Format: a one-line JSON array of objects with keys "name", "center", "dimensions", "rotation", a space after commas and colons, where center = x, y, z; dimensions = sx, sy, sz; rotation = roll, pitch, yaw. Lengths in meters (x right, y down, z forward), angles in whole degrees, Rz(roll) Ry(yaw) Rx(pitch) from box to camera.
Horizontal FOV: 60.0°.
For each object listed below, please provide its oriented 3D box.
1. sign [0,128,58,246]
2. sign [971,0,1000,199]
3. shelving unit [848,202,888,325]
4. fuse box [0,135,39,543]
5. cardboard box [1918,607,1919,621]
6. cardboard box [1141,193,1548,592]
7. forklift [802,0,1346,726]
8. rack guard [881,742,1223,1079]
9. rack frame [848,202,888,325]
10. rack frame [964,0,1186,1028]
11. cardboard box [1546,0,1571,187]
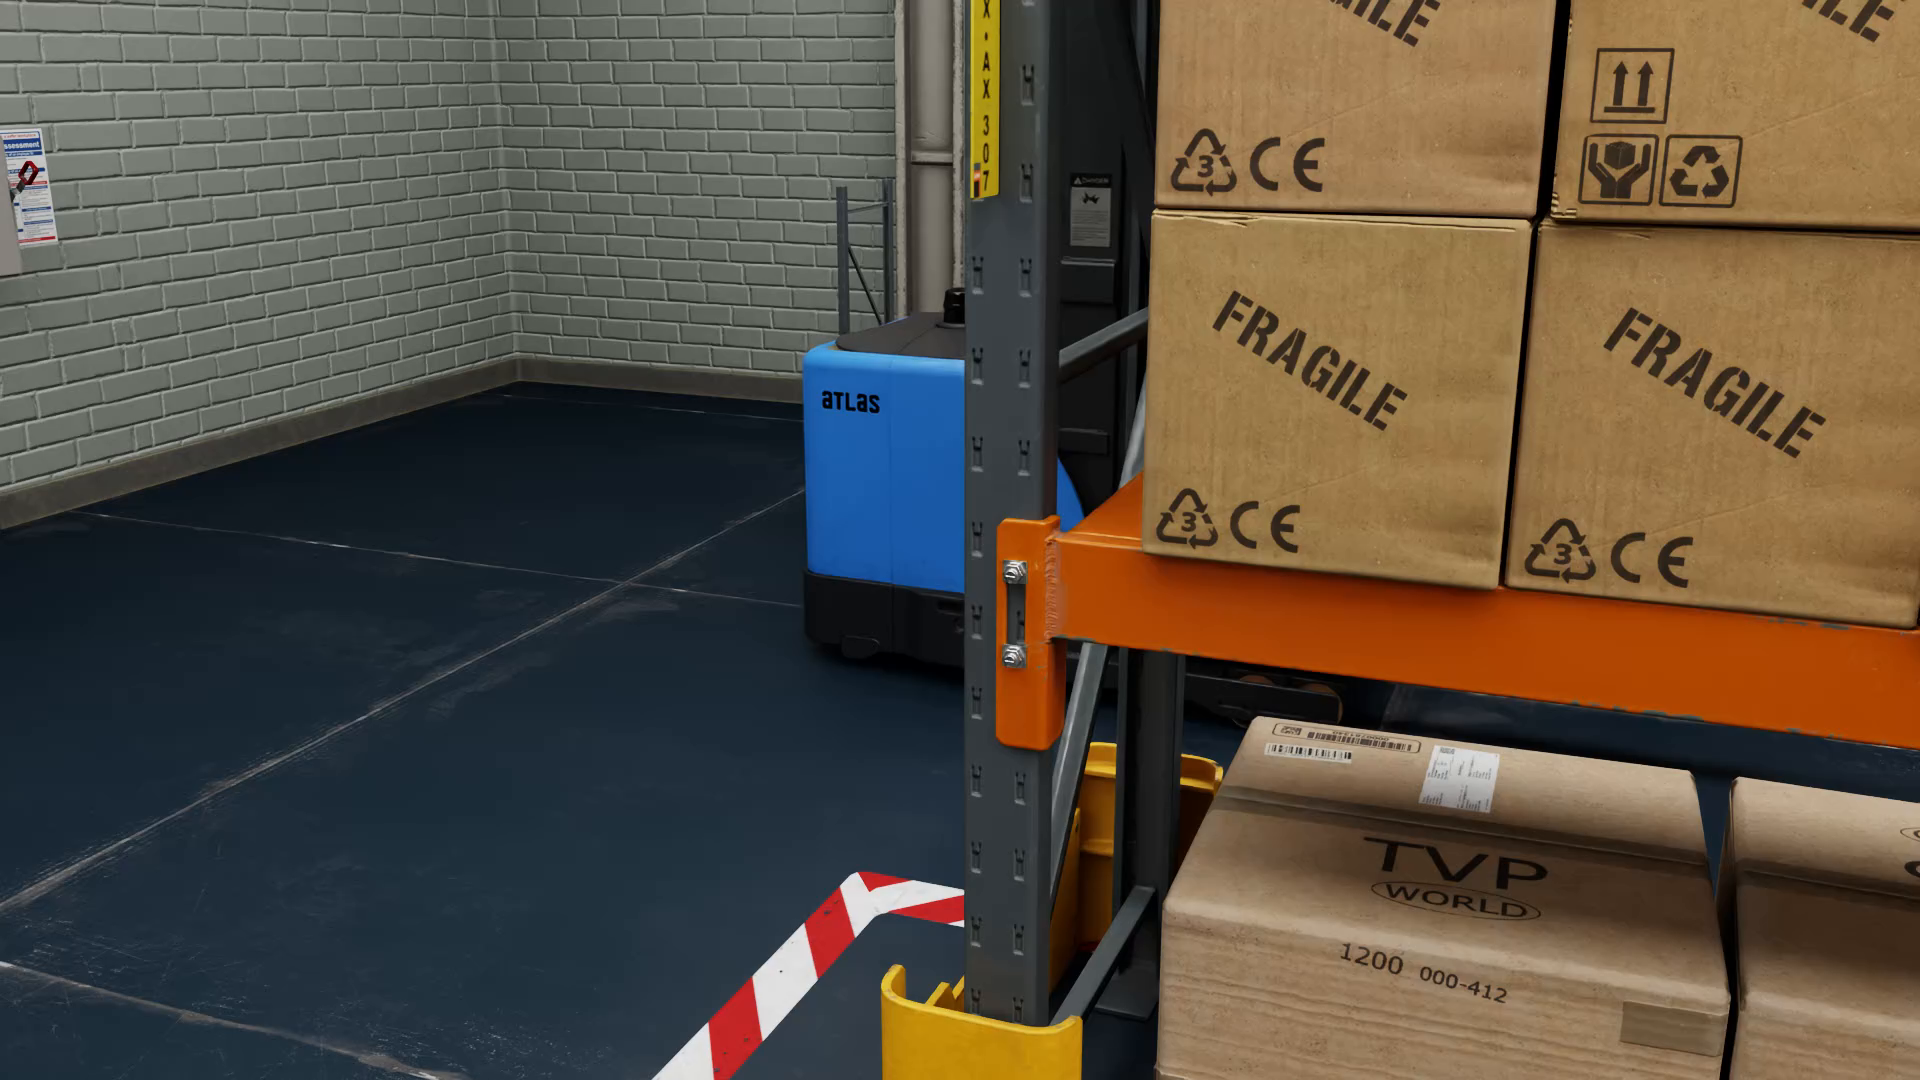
[{"name": "sign", "center": [-4.114, -1.537, 7.258], "dimensions": [0.001, 0.494, 0.329], "rotation": [6, 17, 21]}, {"name": "sign", "center": [0.035, -0.643, 2.314], "dimensions": [0.005, 0.325, 0.100], "rotation": [6, 17, 21]}, {"name": "shelving unit", "center": [0.071, -0.712, 6.938], "dimensions": [1.083, 1.500, 0.587], "rotation": [6, 17, 21]}, {"name": "fuse box", "center": [-4.103, -0.815, 6.911], "dimensions": [0.414, 1.711, 0.539], "rotation": [6, 17, 21]}, {"name": "cardboard box", "center": [1.533, -0.156, 2.151], "dimensions": [0.500, 0.500, 0.500], "rotation": [6, 17, 20]}, {"name": "cardboard box", "center": [0.586, -0.257, 2.500], "dimensions": [0.500, 0.500, 0.500], "rotation": [6, 17, 20]}, {"name": "forklift", "center": [1.025, -0.967, 5.247], "dimensions": [3.031, 2.935, 1.130], "rotation": [7, 18, 22]}, {"name": "rack guard", "center": [0.222, 0.865, 3.297], "dimensions": [0.348, 0.500, 1.175], "rotation": [6, 17, 21]}, {"name": "rack frame", "center": [-0.393, -0.764, 7.115], "dimensions": [0.013, 1.308, 0.475], "rotation": [6, 17, 21]}, {"name": "rack frame", "center": [0.244, -0.333, 2.940], "dimensions": [0.127, 3.000, 1.000], "rotation": [6, 17, 21]}, {"name": "cardboard box", "center": [0.780, -0.873, 2.829], "dimensions": [0.500, 0.500, 0.500], "rotation": [7, 18, 22]}]
